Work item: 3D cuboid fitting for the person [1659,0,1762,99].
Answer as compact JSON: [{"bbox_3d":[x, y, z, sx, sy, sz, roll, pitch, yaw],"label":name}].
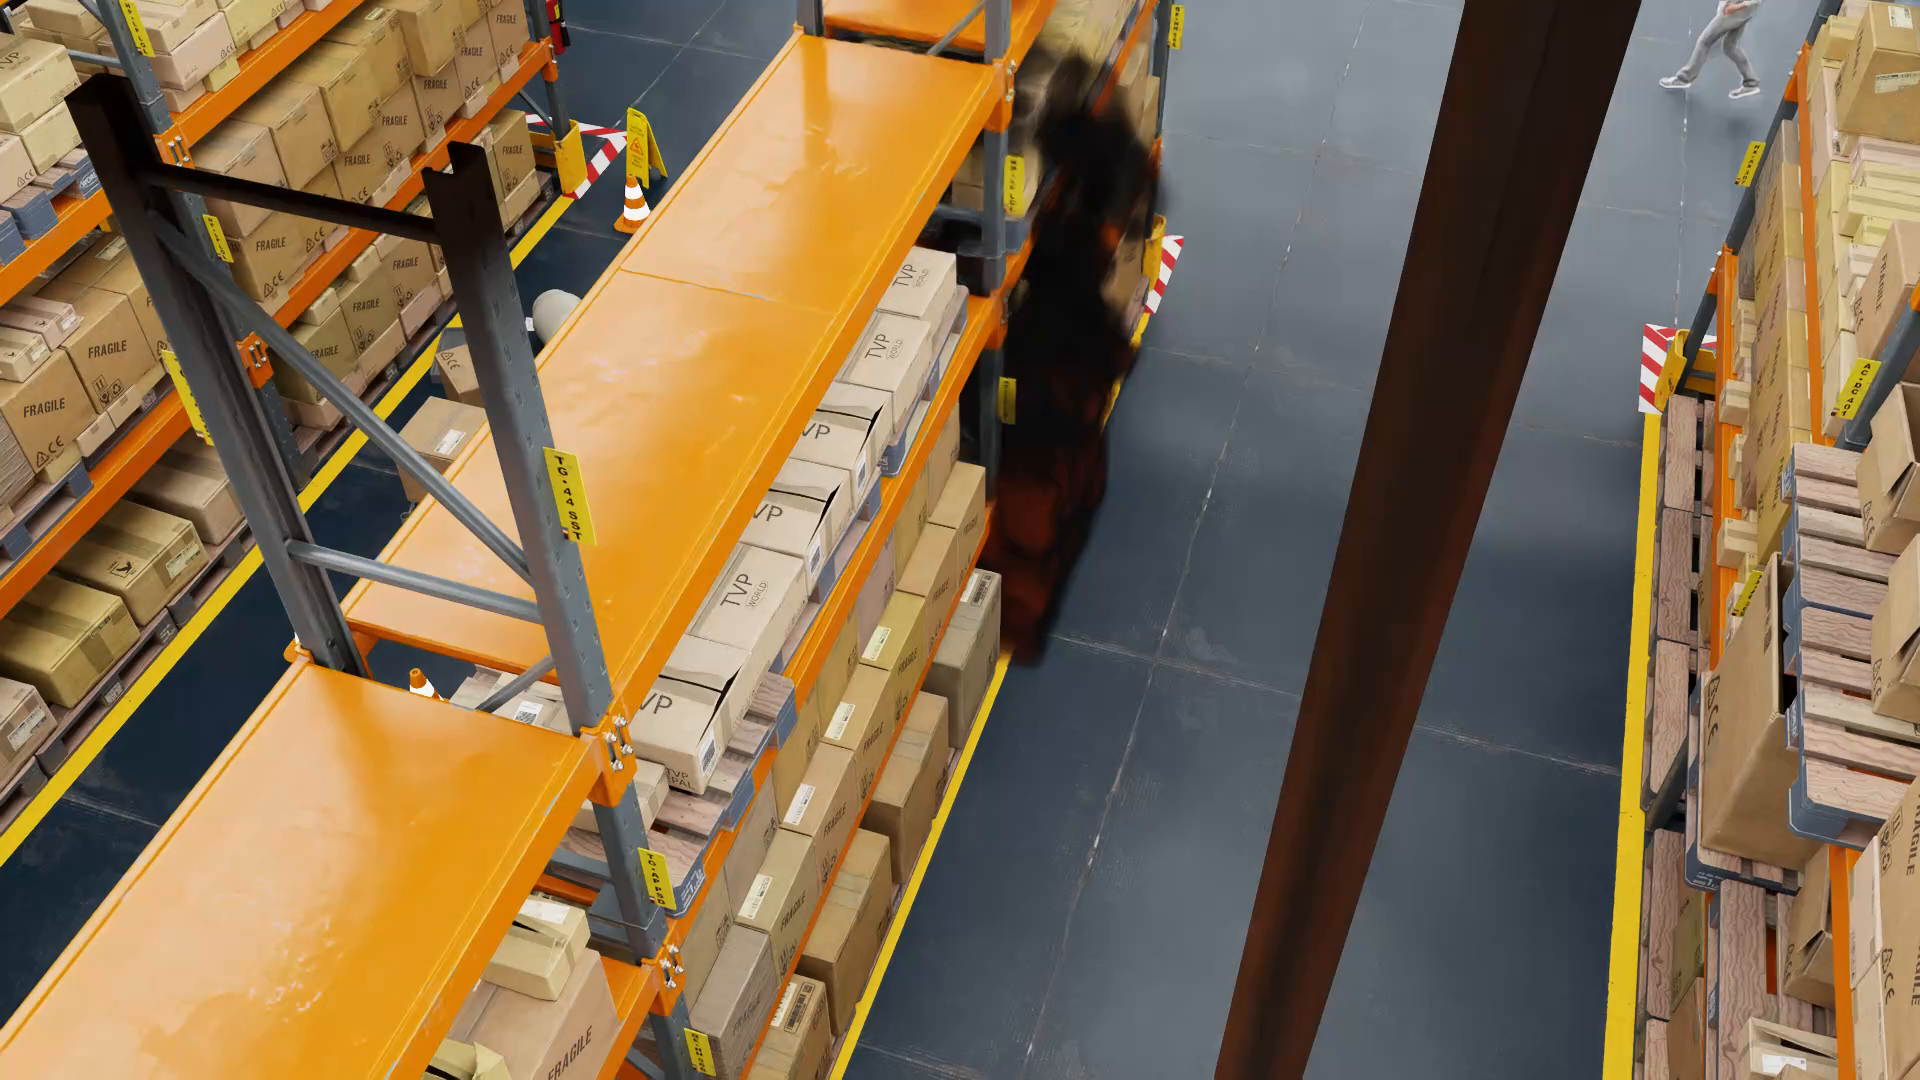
[{"bbox_3d":[6.724,-4.555,14.431,0.844,1.596,0.538,32,54,27],"label":"person"}]
